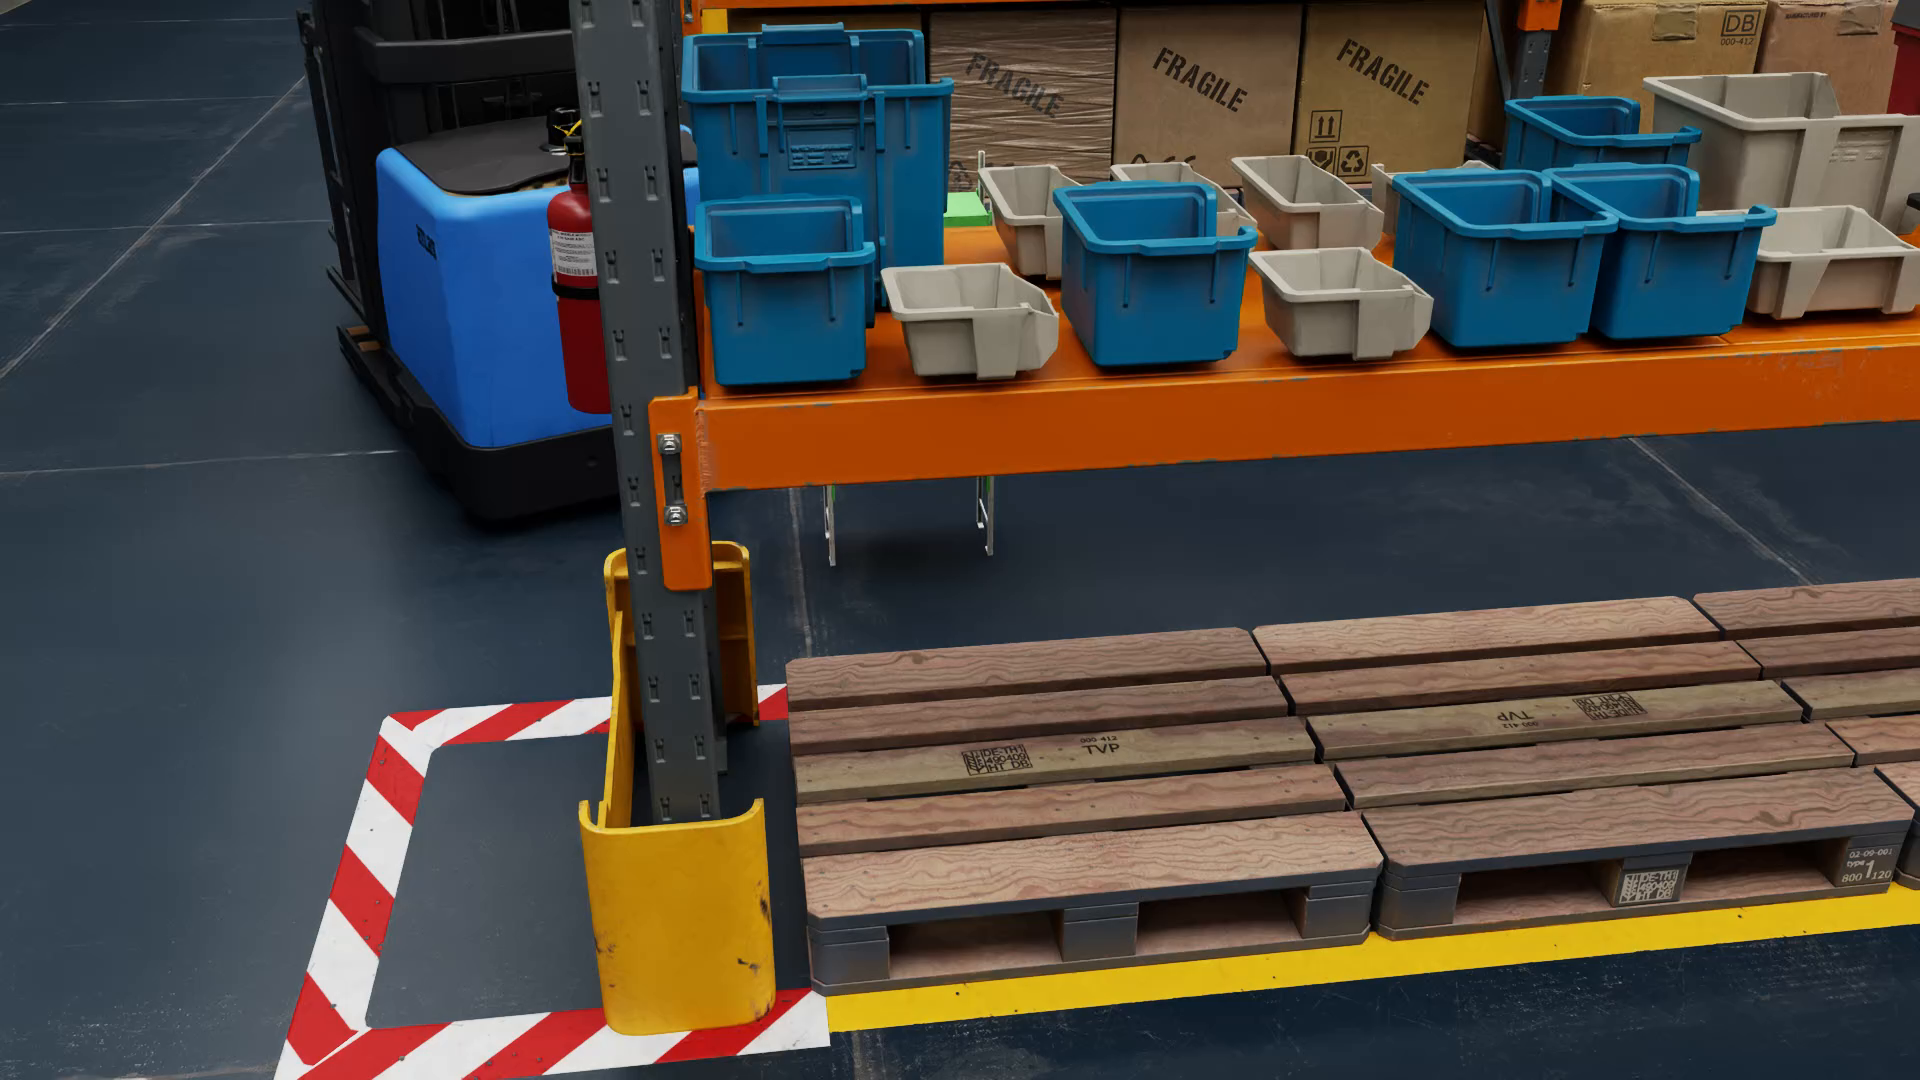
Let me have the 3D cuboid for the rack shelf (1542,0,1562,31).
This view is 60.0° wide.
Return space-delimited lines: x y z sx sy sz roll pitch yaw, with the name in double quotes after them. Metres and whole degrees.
4.652 -2.924 8.450 4.000 0.370 1.077 -4 27 -7 "rack shelf"

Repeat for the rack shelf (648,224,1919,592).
1.381 -0.430 3.591 4.000 0.370 1.077 -4 27 -7 "rack shelf"

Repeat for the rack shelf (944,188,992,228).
-0.164 -0.894 4.766 0.480 0.148 0.258 -4 27 -7 "rack shelf"

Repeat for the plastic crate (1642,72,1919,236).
1.824 -0.838 3.661 0.530 0.282 0.437 -4 27 -7 "plastic crate"

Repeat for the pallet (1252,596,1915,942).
1.428 0.507 4.032 1.213 0.211 1.003 -4 27 -7 "pallet"

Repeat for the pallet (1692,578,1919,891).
2.639 0.427 4.186 1.213 0.211 1.003 -4 27 -7 "pallet"

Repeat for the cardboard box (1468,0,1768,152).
3.302 -2.408 8.524 0.875 0.875 1.225 -4 27 -7 "cardboard box"

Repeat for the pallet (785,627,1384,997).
0.223 0.583 3.883 1.213 0.211 1.003 -4 27 -7 "pallet"

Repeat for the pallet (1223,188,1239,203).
0.697 -1.784 8.495 1.213 0.211 1.003 -4 27 -7 "pallet"

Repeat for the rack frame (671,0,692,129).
-1.290 -2.862 7.542 0.127 3.000 1.000 -4 27 -7 "rack frame"

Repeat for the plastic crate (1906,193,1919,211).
2.291 -0.589 3.348 0.590 0.125 0.437 -4 27 -7 "plastic crate"

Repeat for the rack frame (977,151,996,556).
0.078 -0.539 4.986 0.015 1.200 0.240 -4 27 -7 "rack frame"

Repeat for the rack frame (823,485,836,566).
-0.406 -0.508 4.925 0.015 1.200 0.240 -4 27 -7 "rack frame"

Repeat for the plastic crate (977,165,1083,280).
0.183 -0.666 3.486 0.243 0.136 0.396 -4 27 -7 "plastic crate"

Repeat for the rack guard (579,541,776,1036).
-0.621 0.496 3.735 0.348 0.500 1.175 -4 27 -7 "rack guard"

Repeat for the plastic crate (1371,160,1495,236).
1.035 -0.734 3.618 0.250 0.136 0.298 -4 27 -7 "plastic crate"

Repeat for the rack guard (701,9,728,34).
-1.805 -4.003 12.505 0.348 0.500 1.175 -4 27 -7 "rack guard"

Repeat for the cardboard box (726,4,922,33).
-0.667 -2.181 8.081 0.875 0.875 0.875 -4 27 -7 "cardboard box"

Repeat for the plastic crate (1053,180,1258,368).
0.343 -0.484 3.025 0.300 0.233 0.416 -4 27 -7 "plastic crate"

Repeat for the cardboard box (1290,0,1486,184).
2.007 -2.352 8.416 0.875 0.875 0.875 -4 27 -7 "cardboard box"

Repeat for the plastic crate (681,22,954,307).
-0.294 -0.771 3.363 0.499 0.435 0.616 -4 27 -7 "plastic crate"

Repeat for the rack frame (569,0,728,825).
-0.600 -0.623 3.179 0.127 3.000 1.000 -4 27 -7 "rack frame"

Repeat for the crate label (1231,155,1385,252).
0.744 -0.707 3.565 0.243 0.136 0.396 -4 27 -7 "crate label"

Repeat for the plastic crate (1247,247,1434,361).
0.692 -0.425 3.017 0.298 0.136 0.250 -4 27 -7 "plastic crate"

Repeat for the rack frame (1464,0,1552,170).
2.671 -3.117 8.038 0.127 3.000 1.000 -4 27 -7 "rack frame"

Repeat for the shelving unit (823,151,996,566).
-0.164 -0.523 4.956 0.503 1.200 0.258 -4 27 -7 "shelving unit"

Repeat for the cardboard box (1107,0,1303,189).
1.115 -2.295 8.304 0.875 0.875 0.875 -4 27 -7 "cardboard box"

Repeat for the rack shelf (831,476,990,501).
-0.164 -0.253 5.094 0.480 0.148 0.258 -4 27 -7 "rack shelf"

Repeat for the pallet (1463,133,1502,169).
3.425 -1.959 8.837 1.213 0.211 1.003 -4 27 -7 "pallet"

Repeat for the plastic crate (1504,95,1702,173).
1.398 -0.822 3.684 0.300 0.233 0.416 -4 27 -7 "plastic crate"

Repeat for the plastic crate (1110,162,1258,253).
0.472 -0.678 3.509 0.243 0.136 0.396 -4 27 -7 "plastic crate"

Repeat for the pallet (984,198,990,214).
-0.509 -1.708 8.347 1.213 0.211 1.003 -4 27 -7 "pallet"

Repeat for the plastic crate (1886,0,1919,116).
2.442 -0.989 3.756 0.583 0.464 0.402 -4 27 -7 "plastic crate"

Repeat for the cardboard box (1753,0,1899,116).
4.187 -2.465 8.636 0.875 0.875 1.225 -5 28 -9 "cardboard box"

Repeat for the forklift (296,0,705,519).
-1.801 -2.004 5.944 1.130 2.935 3.031 -15 31 -27 "forklift"

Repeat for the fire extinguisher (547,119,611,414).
-0.812 -0.619 3.663 0.183 0.674 0.296 -4 27 -7 "fire extinguisher"

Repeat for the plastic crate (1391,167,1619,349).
0.995 -0.526 3.107 0.300 0.233 0.416 -4 27 -7 "plastic crate"

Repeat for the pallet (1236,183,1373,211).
1.908 -1.863 8.649 1.213 0.211 1.003 -4 27 -7 "pallet"

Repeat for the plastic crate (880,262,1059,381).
0.020 -0.382 2.932 0.298 0.136 0.250 -4 27 -7 "plastic crate"

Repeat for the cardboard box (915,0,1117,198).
0.234 -2.238 8.194 0.875 0.875 0.875 -4 27 -7 "cardboard box"

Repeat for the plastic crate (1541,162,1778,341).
1.292 -0.545 3.144 0.300 0.233 0.416 -4 27 -7 "plastic crate"

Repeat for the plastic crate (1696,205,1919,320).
1.679 -0.540 3.240 0.466 0.136 0.293 -4 27 -7 "plastic crate"

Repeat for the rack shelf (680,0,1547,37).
0.691 -2.669 7.955 4.000 0.370 1.077 -4 27 -7 "rack shelf"

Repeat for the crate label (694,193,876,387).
-0.309 -0.442 2.944 0.303 0.233 0.416 -4 27 -7 "crate label"
